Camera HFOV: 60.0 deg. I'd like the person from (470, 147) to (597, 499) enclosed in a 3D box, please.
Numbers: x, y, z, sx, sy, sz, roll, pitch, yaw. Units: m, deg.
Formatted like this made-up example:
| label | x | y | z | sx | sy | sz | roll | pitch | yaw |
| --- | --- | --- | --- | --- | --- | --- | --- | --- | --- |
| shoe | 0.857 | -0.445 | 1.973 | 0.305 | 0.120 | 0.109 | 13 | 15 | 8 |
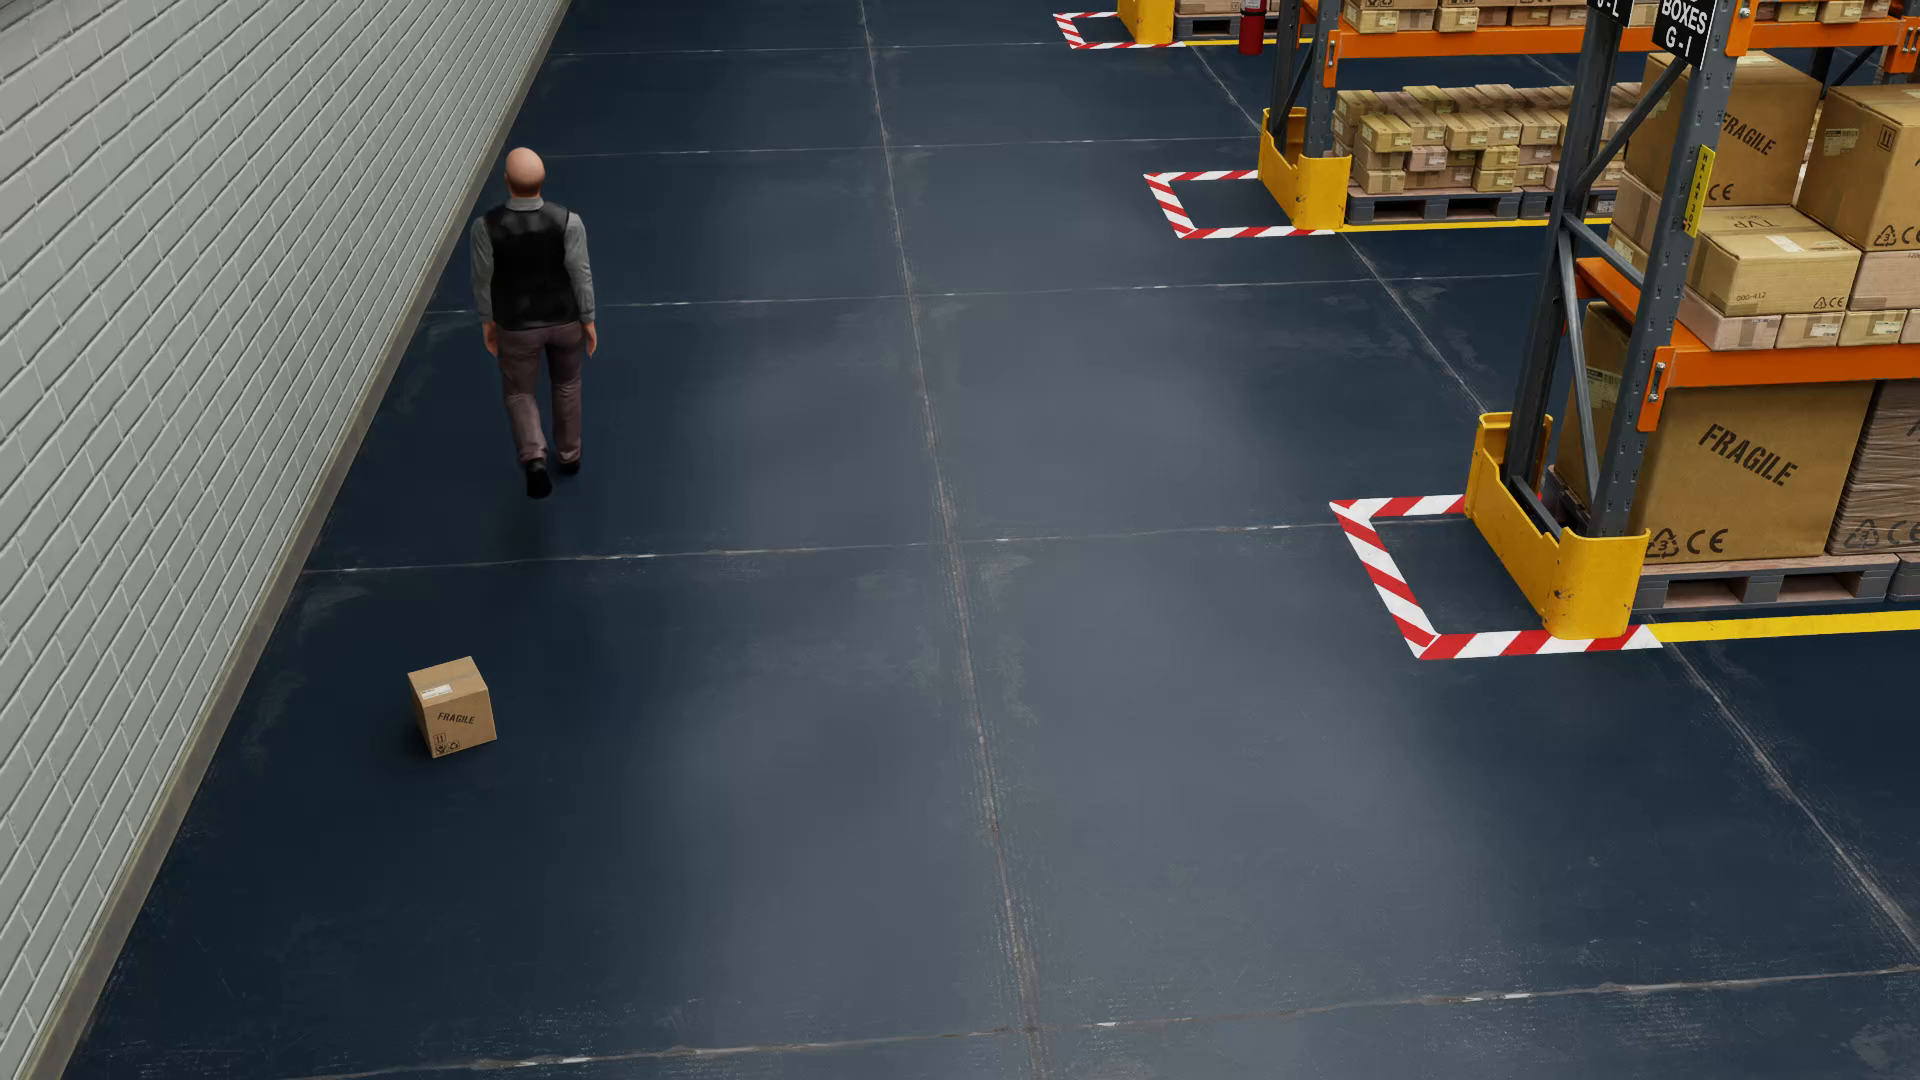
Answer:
| label | x | y | z | sx | sy | sz | roll | pitch | yaw |
| --- | --- | --- | --- | --- | --- | --- | --- | --- | --- |
| person | -1.989 | -1.011 | 7.840 | 0.543 | 1.693 | 0.784 | -9 | 32 | -15 |
